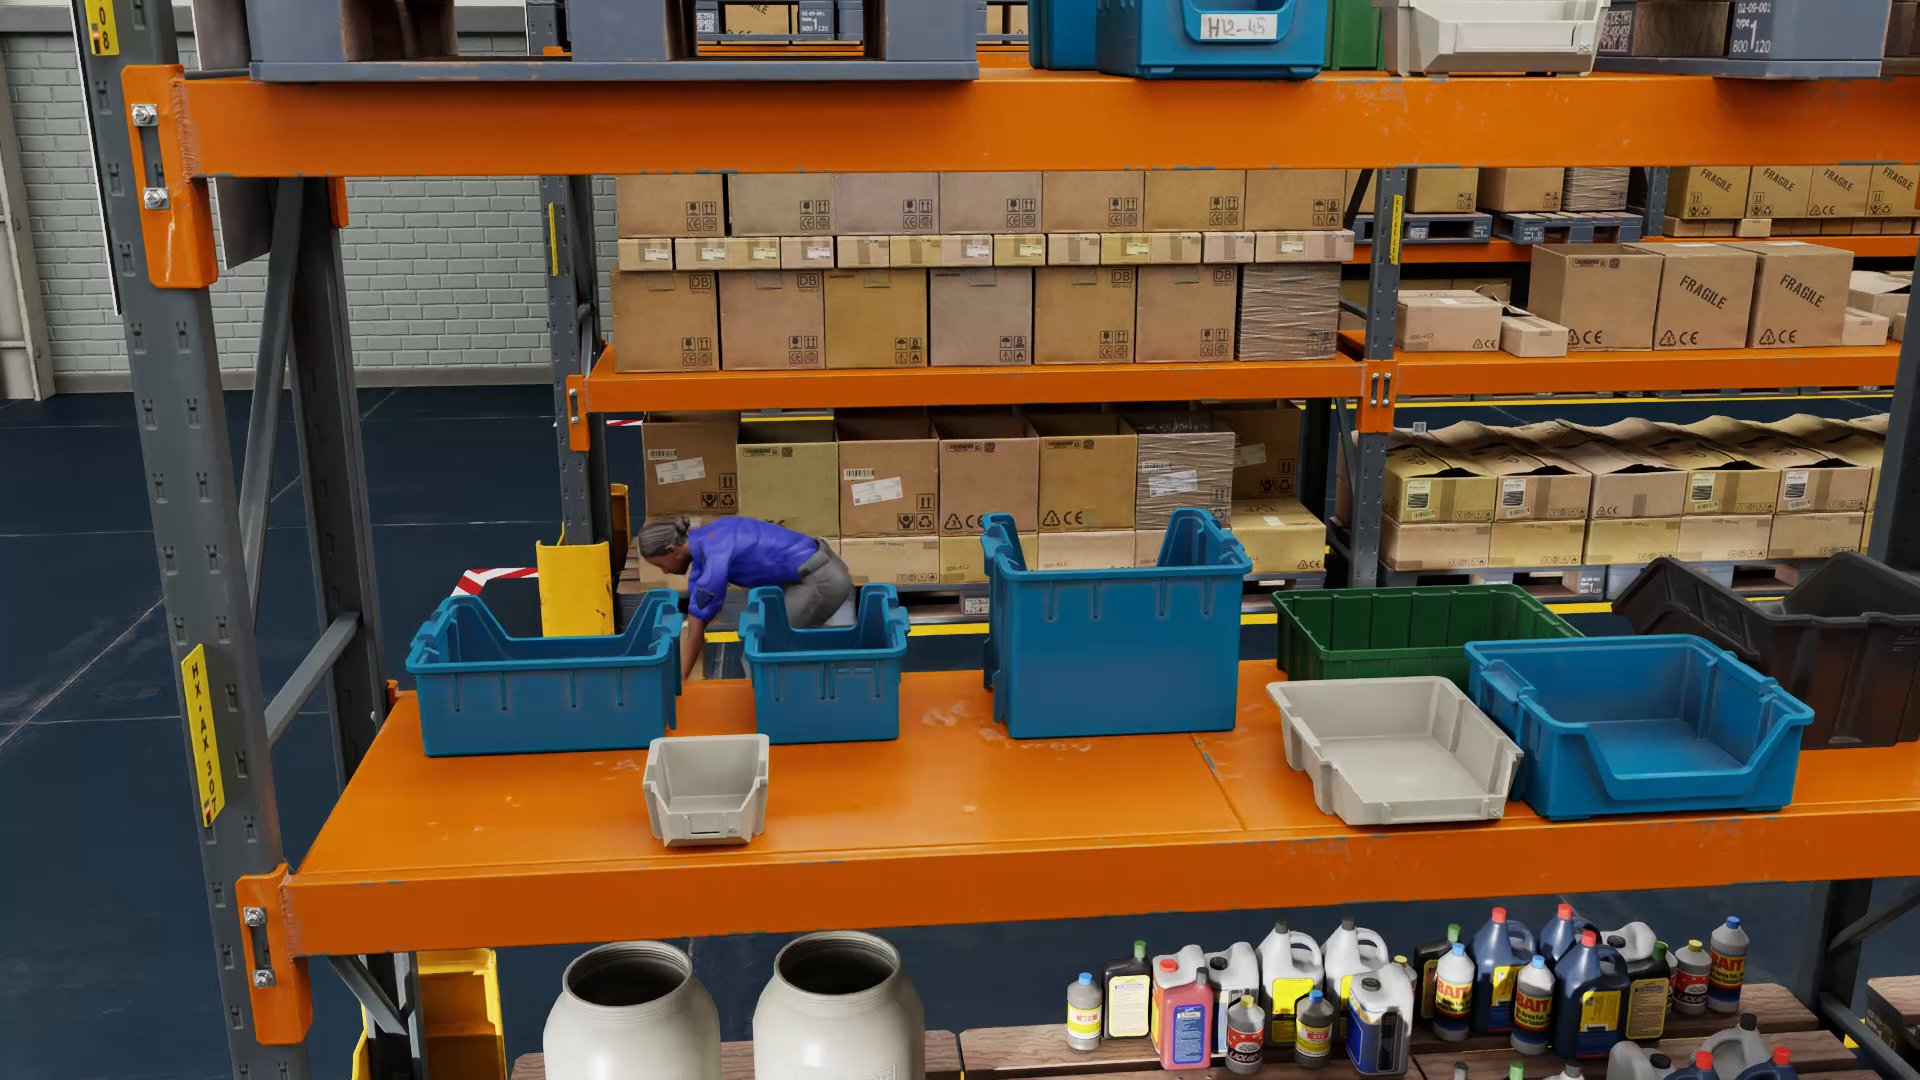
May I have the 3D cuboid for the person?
[{"bbox_3d":[-0.880,0.376,6.932,0.861,1.012,0.461,-3,17,-8],"label":"person"}]
